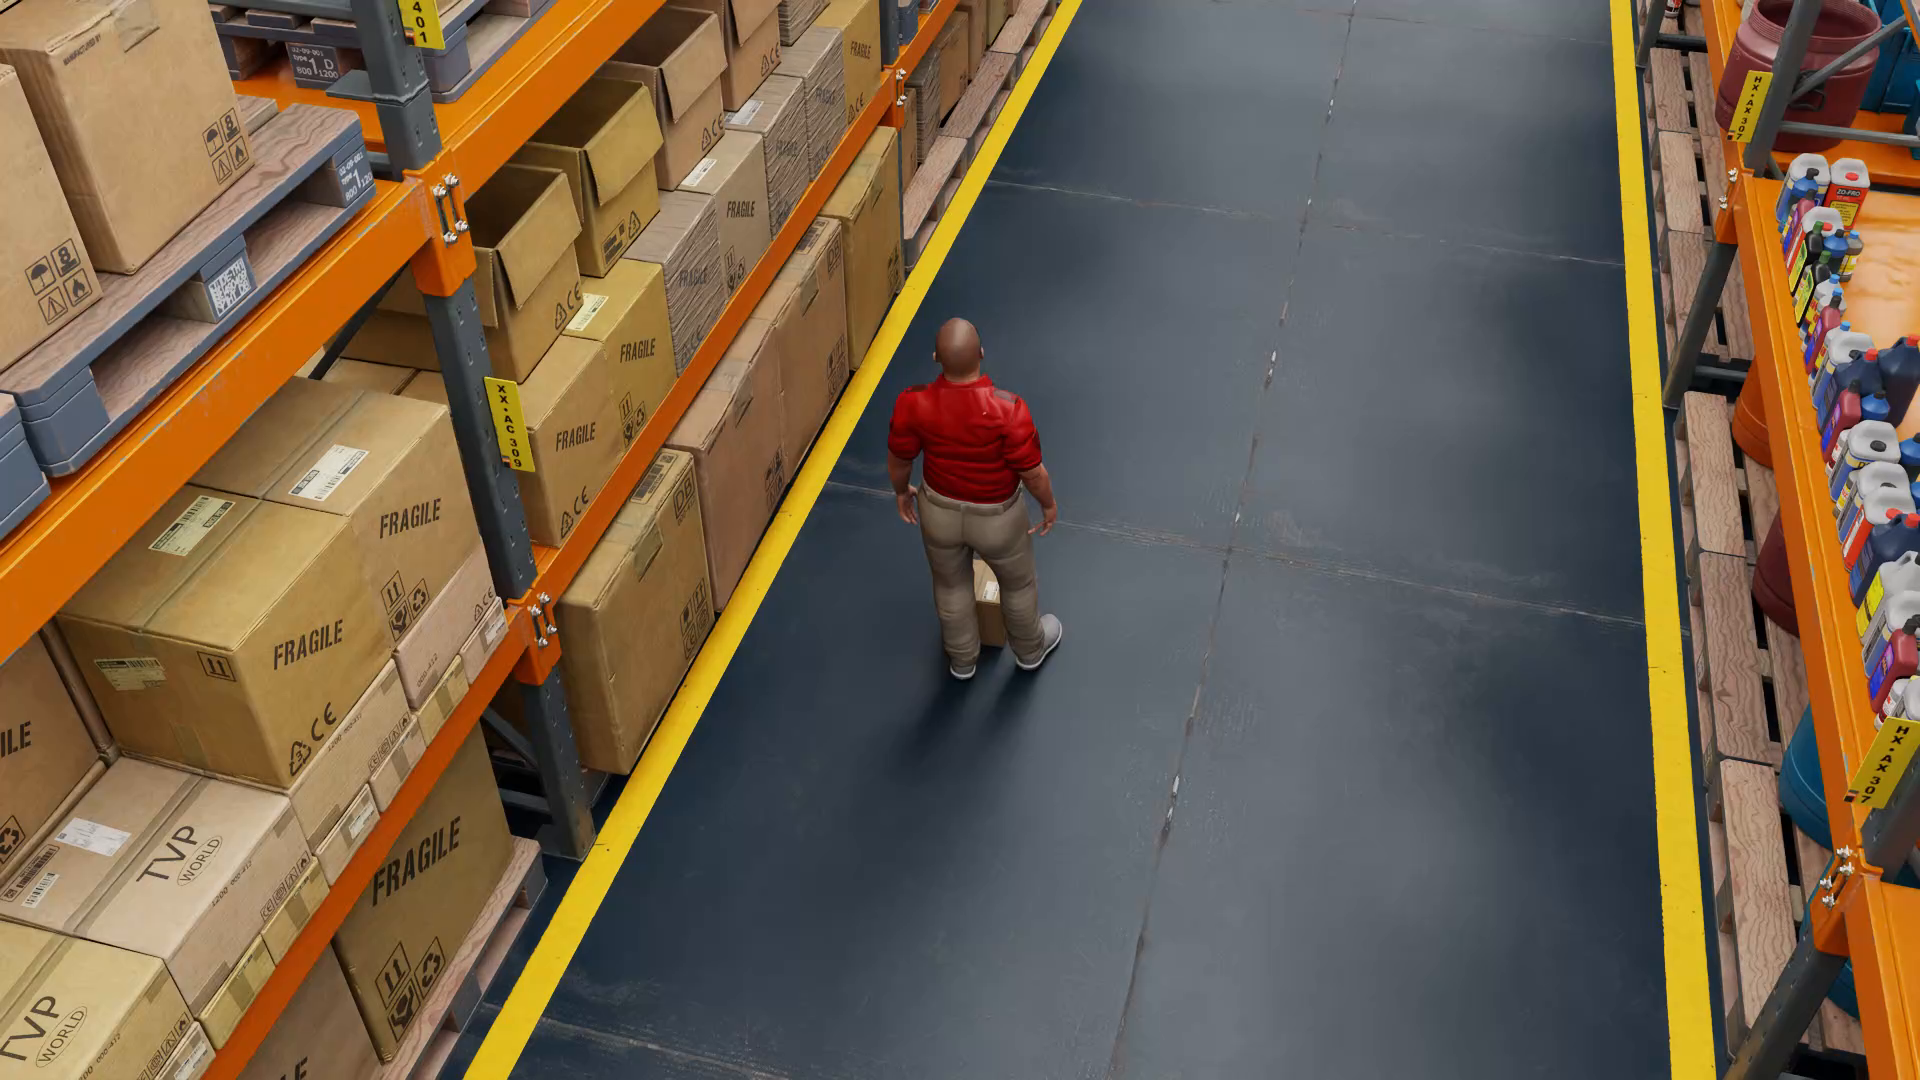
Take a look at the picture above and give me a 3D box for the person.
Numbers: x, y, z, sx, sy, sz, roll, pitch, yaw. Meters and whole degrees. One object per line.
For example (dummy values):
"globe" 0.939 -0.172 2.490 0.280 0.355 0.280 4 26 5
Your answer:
"person" 0.073 -0.171 6.354 0.641 1.728 0.550 9 42 10
